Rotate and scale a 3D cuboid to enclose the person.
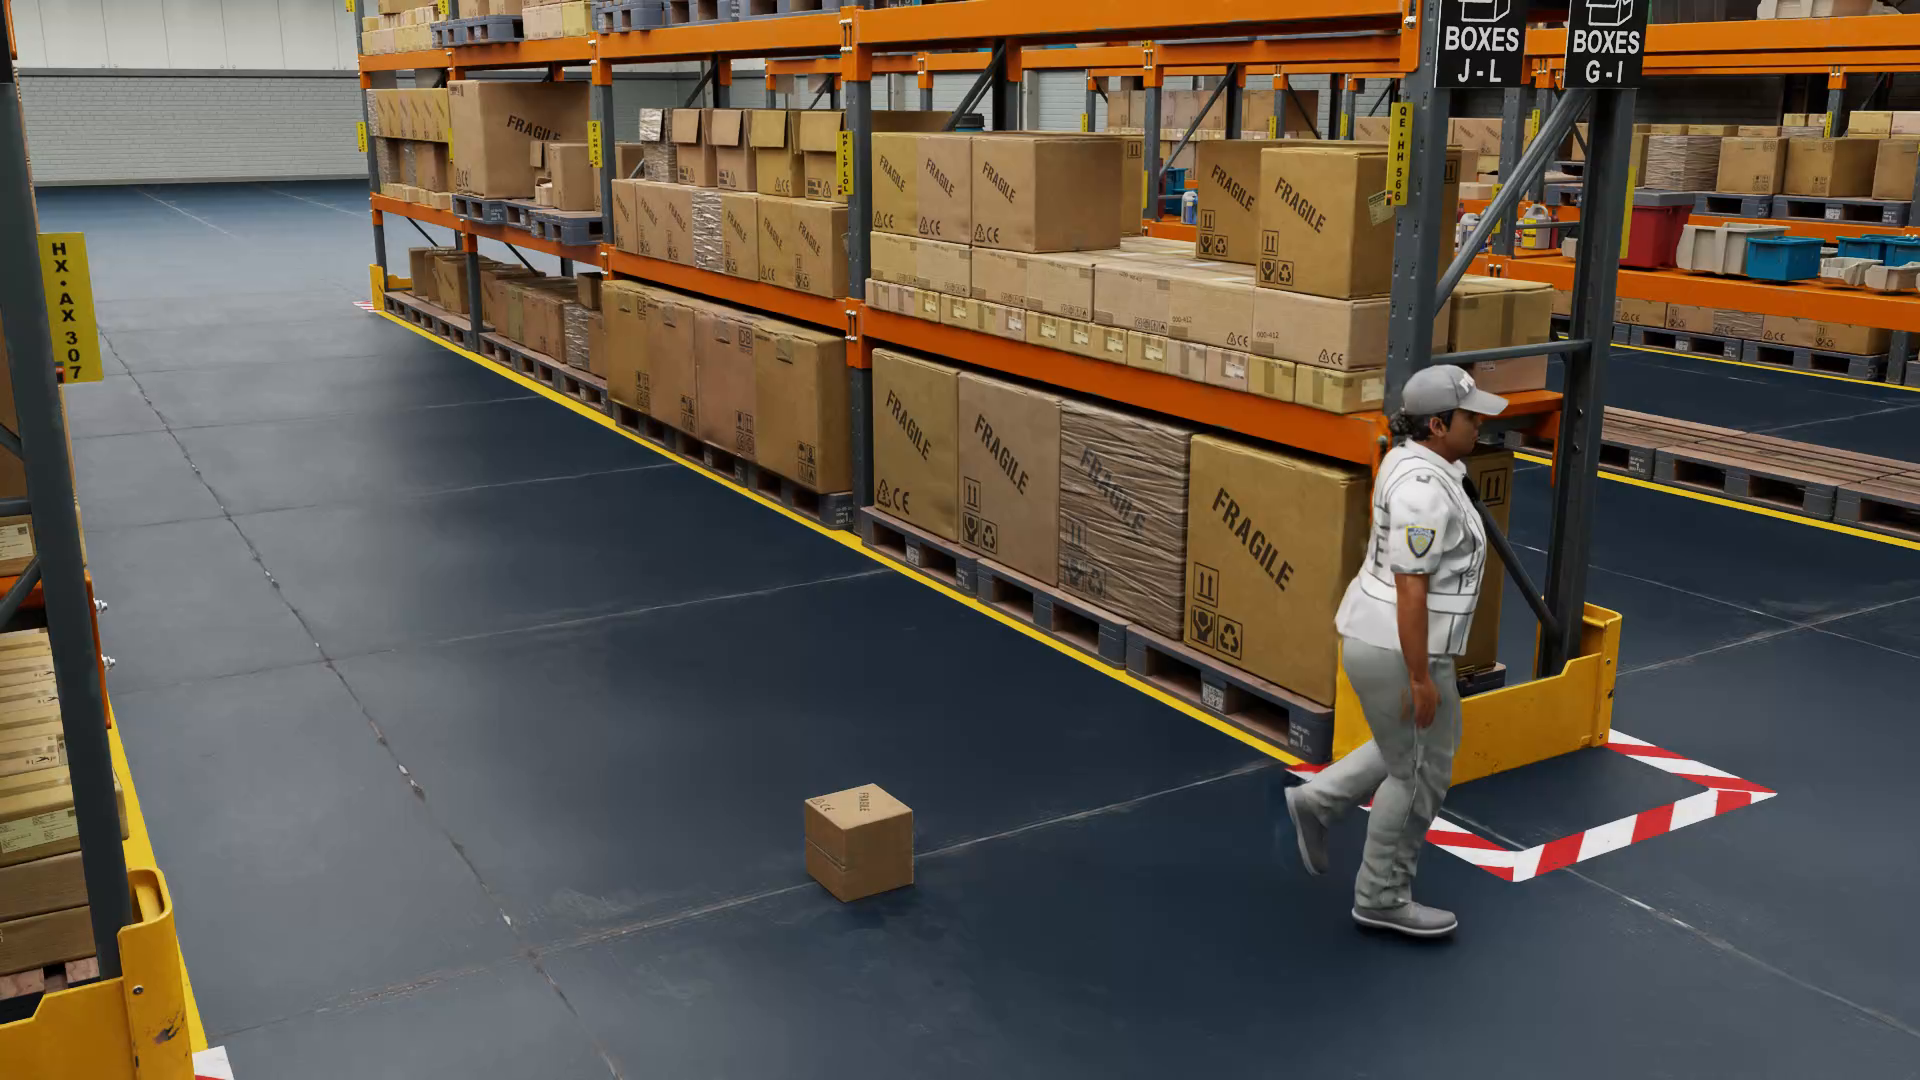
[{"bbox_3d":[1.236,0.307,4.796,0.538,1.648,0.529,3,15,11],"label":"person"}]
